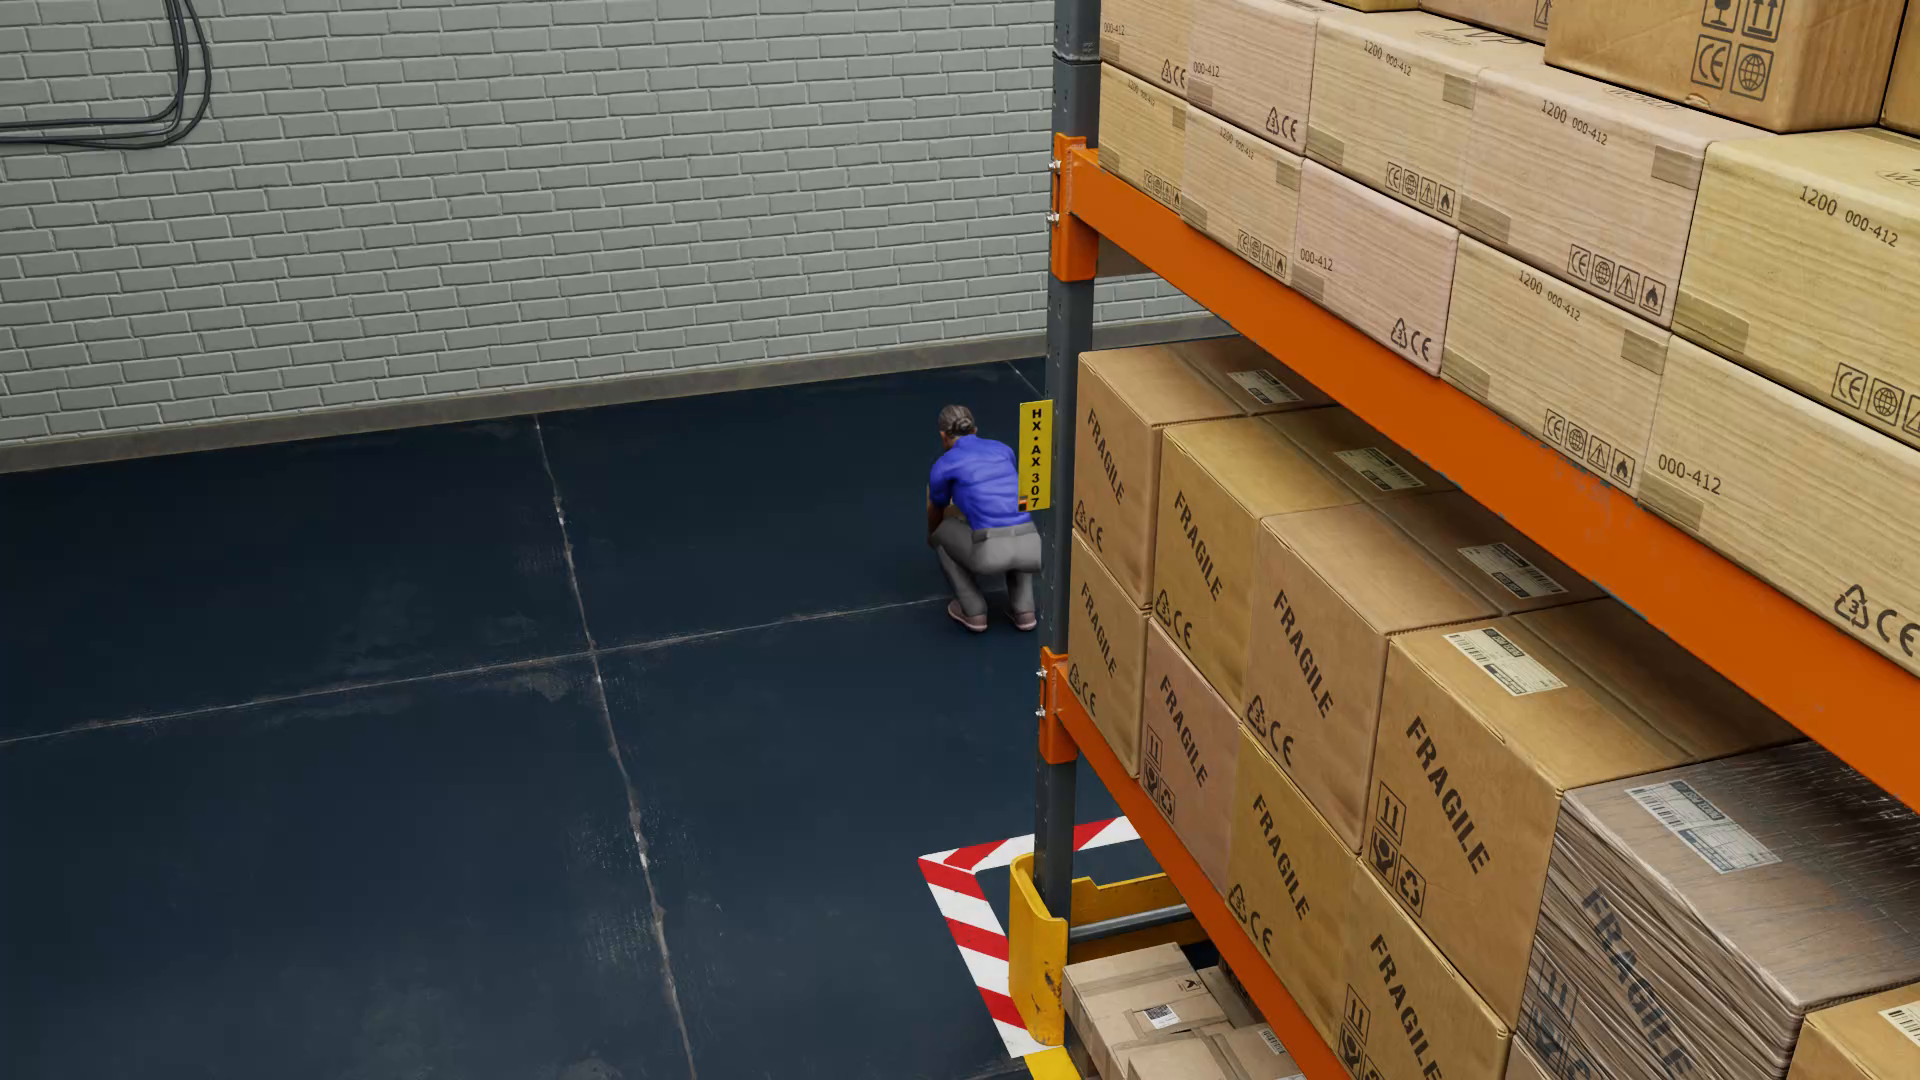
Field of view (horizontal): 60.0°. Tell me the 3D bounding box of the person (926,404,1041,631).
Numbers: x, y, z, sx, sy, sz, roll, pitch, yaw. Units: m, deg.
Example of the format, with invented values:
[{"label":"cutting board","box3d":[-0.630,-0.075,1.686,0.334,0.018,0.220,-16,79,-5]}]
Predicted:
[{"label":"person","box3d":[0.102,-0.099,7.632,0.465,0.950,0.836,-9,28,-17]}]
